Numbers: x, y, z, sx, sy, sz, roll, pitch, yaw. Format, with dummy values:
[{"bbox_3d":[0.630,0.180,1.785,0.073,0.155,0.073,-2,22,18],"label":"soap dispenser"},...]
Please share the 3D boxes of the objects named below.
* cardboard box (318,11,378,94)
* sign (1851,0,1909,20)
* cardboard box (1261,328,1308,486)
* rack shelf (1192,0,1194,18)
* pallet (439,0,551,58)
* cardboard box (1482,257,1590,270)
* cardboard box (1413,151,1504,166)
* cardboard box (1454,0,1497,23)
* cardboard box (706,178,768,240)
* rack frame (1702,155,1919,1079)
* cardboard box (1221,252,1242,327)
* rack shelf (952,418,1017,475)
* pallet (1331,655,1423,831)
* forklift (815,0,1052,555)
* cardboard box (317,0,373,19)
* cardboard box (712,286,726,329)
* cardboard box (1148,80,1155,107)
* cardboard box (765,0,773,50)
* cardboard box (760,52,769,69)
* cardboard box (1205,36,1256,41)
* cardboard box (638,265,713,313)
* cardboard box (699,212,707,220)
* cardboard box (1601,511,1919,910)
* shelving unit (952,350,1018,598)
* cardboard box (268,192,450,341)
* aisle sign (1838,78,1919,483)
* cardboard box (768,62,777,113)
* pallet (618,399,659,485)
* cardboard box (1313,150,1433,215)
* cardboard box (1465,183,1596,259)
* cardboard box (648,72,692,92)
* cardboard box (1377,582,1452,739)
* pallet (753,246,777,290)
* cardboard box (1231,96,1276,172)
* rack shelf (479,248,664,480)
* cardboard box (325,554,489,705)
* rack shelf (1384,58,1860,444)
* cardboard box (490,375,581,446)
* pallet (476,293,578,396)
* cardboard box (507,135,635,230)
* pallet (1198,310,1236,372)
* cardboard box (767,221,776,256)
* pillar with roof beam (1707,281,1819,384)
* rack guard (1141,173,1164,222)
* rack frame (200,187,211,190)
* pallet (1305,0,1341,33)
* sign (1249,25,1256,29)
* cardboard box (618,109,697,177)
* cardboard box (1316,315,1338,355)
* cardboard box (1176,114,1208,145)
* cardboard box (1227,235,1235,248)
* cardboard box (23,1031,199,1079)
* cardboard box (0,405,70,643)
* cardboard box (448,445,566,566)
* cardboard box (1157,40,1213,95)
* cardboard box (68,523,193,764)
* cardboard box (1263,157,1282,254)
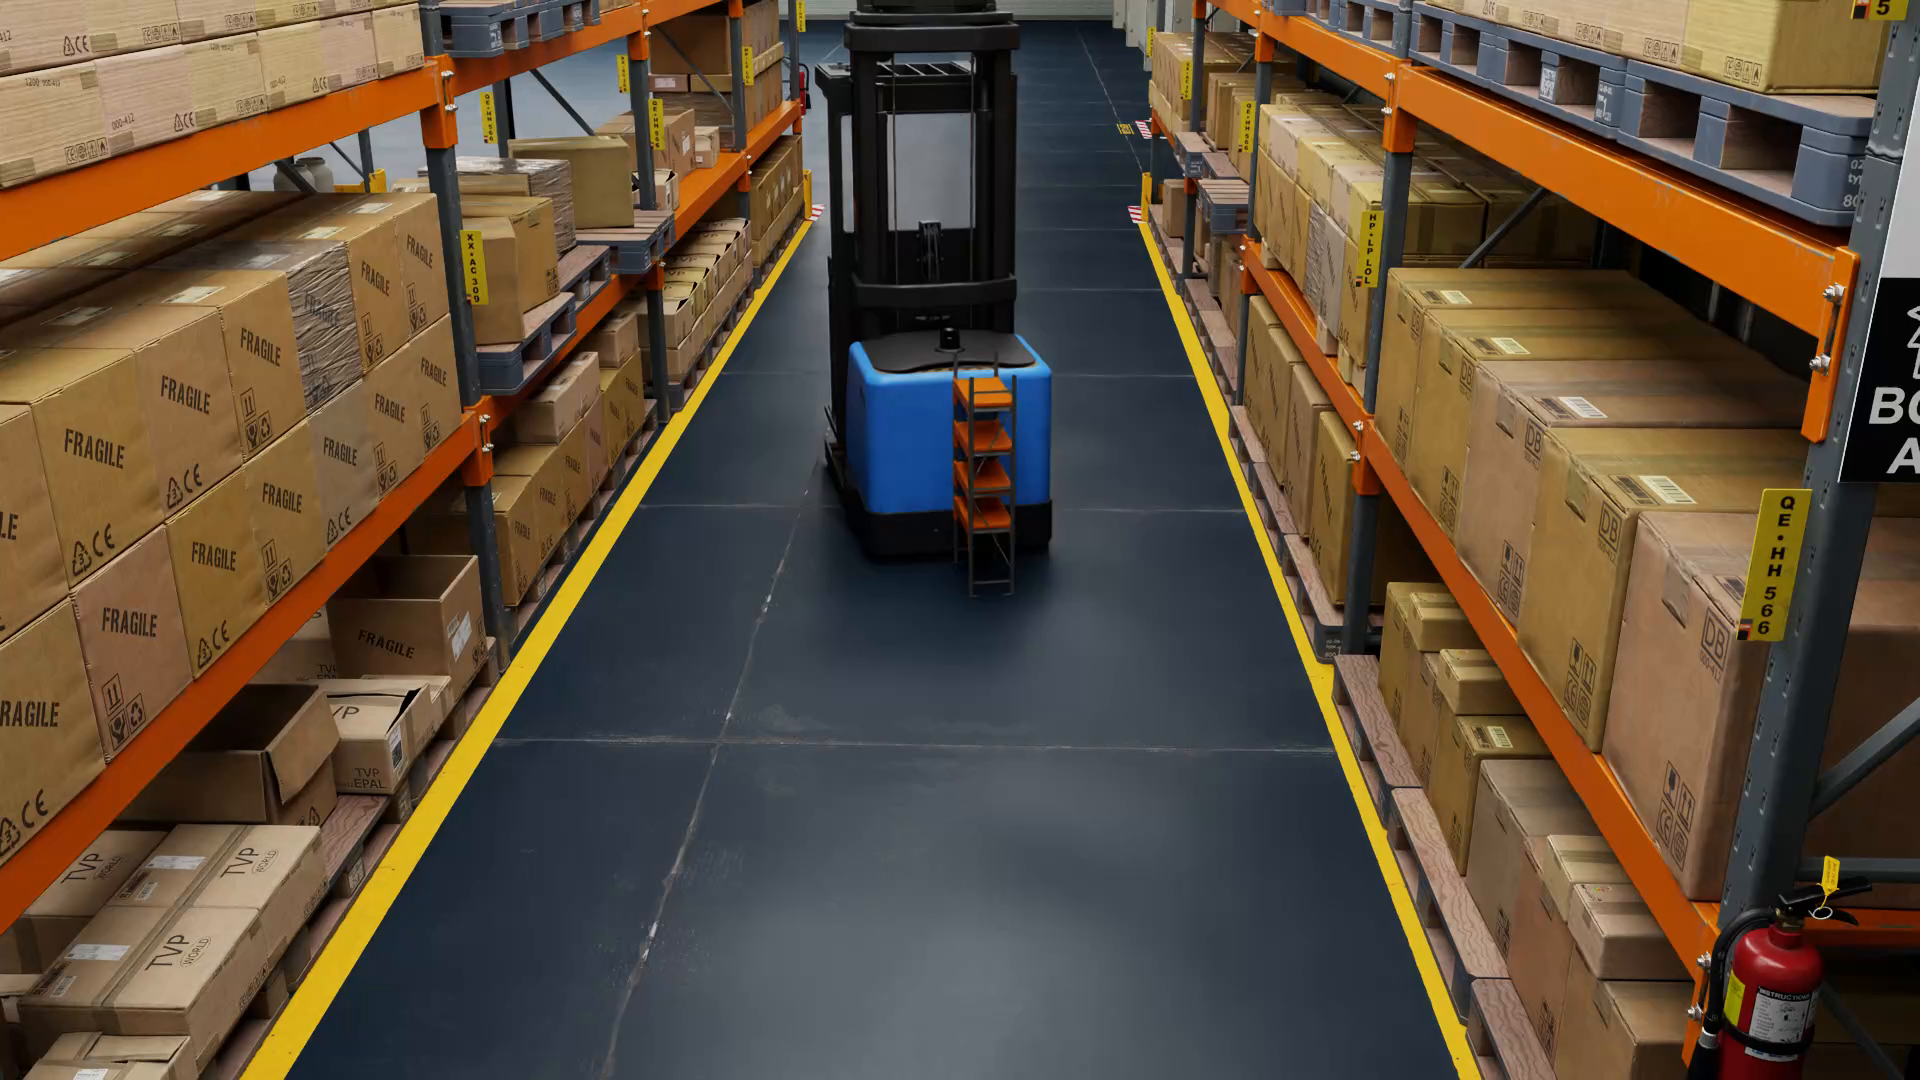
[{"bbox_3d":[-2.436,-1.755,5.965,0.500,0.250,0.500,1,21,2],"label":"cardboard box"},{"bbox_3d":[1.627,-1.071,2.882,0.100,0.325,0.005,1,21,2],"label":"sign"},{"bbox_3d":[2.225,-0.791,9.812,0.750,0.750,0.750,1,21,1],"label":"cardboard box"},{"bbox_3d":[2.594,-5.411,16.176,1.077,0.370,4.000,1,21,2],"label":"rack shelf"},{"bbox_3d":[-2.571,-2.331,7.504,1.213,0.211,1.003,1,21,2],"label":"pallet"},{"bbox_3d":[2.556,-1.090,7.615,0.500,0.500,0.500,0,21,0],"label":"cardboard box"},{"bbox_3d":[2.584,-1.810,8.435,0.500,0.250,0.500,0,21,0],"label":"cardboard box"},{"bbox_3d":[1.976,-1.872,5.549,0.500,0.250,0.500,0,21,0],"label":"cardboard box"},{"bbox_3d":[-2.091,-3.106,15.570,0.500,0.500,0.500,1,21,2],"label":"cardboard box"},{"bbox_3d":[2.169,0.714,3.542,1.000,3.000,0.127,1,21,2],"label":"rack frame"},{"bbox_3d":[2.506,-2.027,13.453,0.700,0.500,0.500,1,21,2],"label":"cardboard box"},{"bbox_3d":[0.125,-0.495,8.713,0.258,0.148,0.480,-3,21,-9],"label":"rack shelf"},{"bbox_3d":[2.189,0.842,7.068,1.003,0.211,1.213,1,21,2],"label":"pallet"},{"bbox_3d":[-0.262,-1.784,10.074,1.130,2.935,3.031,-4,22,-10],"label":"forklift"},{"bbox_3d":[-2.423,-1.987,5.874,0.500,0.250,0.500,1,21,2],"label":"cardboard box"},{"bbox_3d":[-2.190,-1.887,13.466,0.500,0.250,0.500,1,21,3],"label":"cardboard box"},{"bbox_3d":[2.323,-4.838,18.029,0.500,0.250,0.500,0,21,0],"label":"cardboard box"},{"bbox_3d":[-2.335,-5.398,17.362,0.700,0.500,0.500,0,21,0],"label":"cardboard box"},{"bbox_3d":[-2.155,-4.865,16.885,0.380,0.149,0.250,1,21,3],"label":"cardboard box"},{"bbox_3d":[2.828,-5.005,17.425,0.500,0.500,0.500,1,21,2],"label":"cardboard box"},{"bbox_3d":[-2.205,-1.968,12.898,0.500,0.311,0.500,0,21,0],"label":"cardboard box"},{"bbox_3d":[-2.595,-3.292,16.051,0.500,0.500,0.500,1,21,2],"label":"cardboard box"},{"bbox_3d":[2.174,0.390,3.963,0.980,0.700,0.700,2,21,4],"label":"cardboard box"},{"bbox_3d":[0.125,-0.349,8.770,0.258,1.200,0.503,-3,21,-9],"label":"shelving unit"},{"bbox_3d":[-2.418,-1.112,6.729,0.500,0.500,0.500,1,21,2],"label":"cardboard box"},{"bbox_3d":[1.867,-0.475,3.013,0.394,0.787,0.004,1,21,2],"label":"aisle sign"},{"bbox_3d":[-2.334,-4.812,17.646,0.700,0.500,0.500,1,21,3],"label":"cardboard box"},{"bbox_3d":[-2.600,-0.662,10.944,1.003,0.211,1.213,1,21,2],"label":"pallet"},{"bbox_3d":[2.090,-1.817,8.452,0.500,0.250,0.500,1,21,3],"label":"cardboard box"},{"bbox_3d":[2.565,-1.440,7.480,0.500,0.250,0.500,1,21,3],"label":"cardboard box"},{"bbox_3d":[-2.624,-4.128,14.985,0.380,0.149,0.250,1,21,2],"label":"cardboard box"},{"bbox_3d":[2.165,0.507,6.952,0.700,0.500,0.500,1,21,2],"label":"cardboard box"},{"bbox_3d":[-2.352,-2.665,16.106,1.003,0.211,1.213,1,21,2],"label":"pallet"},{"bbox_3d":[2.432,-3.051,12.499,0.700,0.500,0.500,1,21,2],"label":"cardboard box"},{"bbox_3d":[-2.600,-1.173,9.400,1.077,0.370,4.000,1,21,2],"label":"rack shelf"},{"bbox_3d":[-2.395,0.384,7.240,0.500,0.500,0.500,1,21,2],"label":"cardboard box"},{"bbox_3d":[2.229,-1.072,4.993,1.077,0.370,4.000,1,21,2],"label":"rack shelf"},{"bbox_3d":[-2.372,-0.709,9.019,0.500,0.250,0.500,1,21,2],"label":"cardboard box"},{"bbox_3d":[-2.528,-0.984,8.183,1.003,0.211,1.213,1,21,2],"label":"pallet"},{"bbox_3d":[-2.446,-2.245,10.450,0.700,0.500,0.500,-7,22,-16],"label":"cardboard box"},{"bbox_3d":[2.477,-1.601,13.363,1.003,0.211,1.213,1,21,2],"label":"pallet"},{"bbox_3d":[-2.080,-2.937,16.172,0.500,0.250,0.500,1,21,2],"label":"cardboard box"},{"bbox_3d":[-1.169,-3.314,5.630,9.100,9.000,0.400,1,21,2],"label":"pillar with roof beam"},{"bbox_3d":[2.653,-3.878,18.833,1.175,0.500,0.348,1,21,2],"label":"rack guard"},{"bbox_3d":[-7.369,-3.734,15.005,1.000,3.000,0.127,1,21,2],"label":"rack frame"},{"bbox_3d":[2.414,-2.851,8.845,1.003,0.211,1.213,2,21,4],"label":"pallet"},{"bbox_3d":[3.209,-5.745,18.151,0.100,0.325,0.005,1,21,2],"label":"sign"},{"bbox_3d":[-2.474,-3.257,13.637,0.500,0.500,0.500,2,21,6],"label":"cardboard box"},{"bbox_3d":[2.004,-1.031,8.358,0.380,0.149,0.250,1,21,2],"label":"cardboard box"},{"bbox_3d":[2.245,-3.739,15.198,0.500,0.250,0.500,1,21,2],"label":"cardboard box"},{"bbox_3d":[2.518,-2.589,13.864,0.500,0.250,0.500,0,21,0],"label":"cardboard box"},{"bbox_3d":[-2.419,1.539,4.725,0.380,0.166,0.250,1,21,2],"label":"cardboard box"},{"bbox_3d":[-2.506,-0.009,3.886,0.500,0.500,0.500,1,21,3],"label":"cardboard box"},{"bbox_3d":[-2.398,-0.190,8.720,0.500,0.500,0.500,1,21,2],"label":"cardboard box"},{"bbox_3d":[2.293,-4.825,16.962,0.500,0.500,0.500,0,21,0],"label":"cardboard box"},{"bbox_3d":[-2.495,0.270,4.548,0.500,0.500,0.500,0,21,1],"label":"cardboard box"},{"bbox_3d":[2.116,-2.011,9.988,0.500,0.500,0.500,1,21,3],"label":"cardboard box"}]
